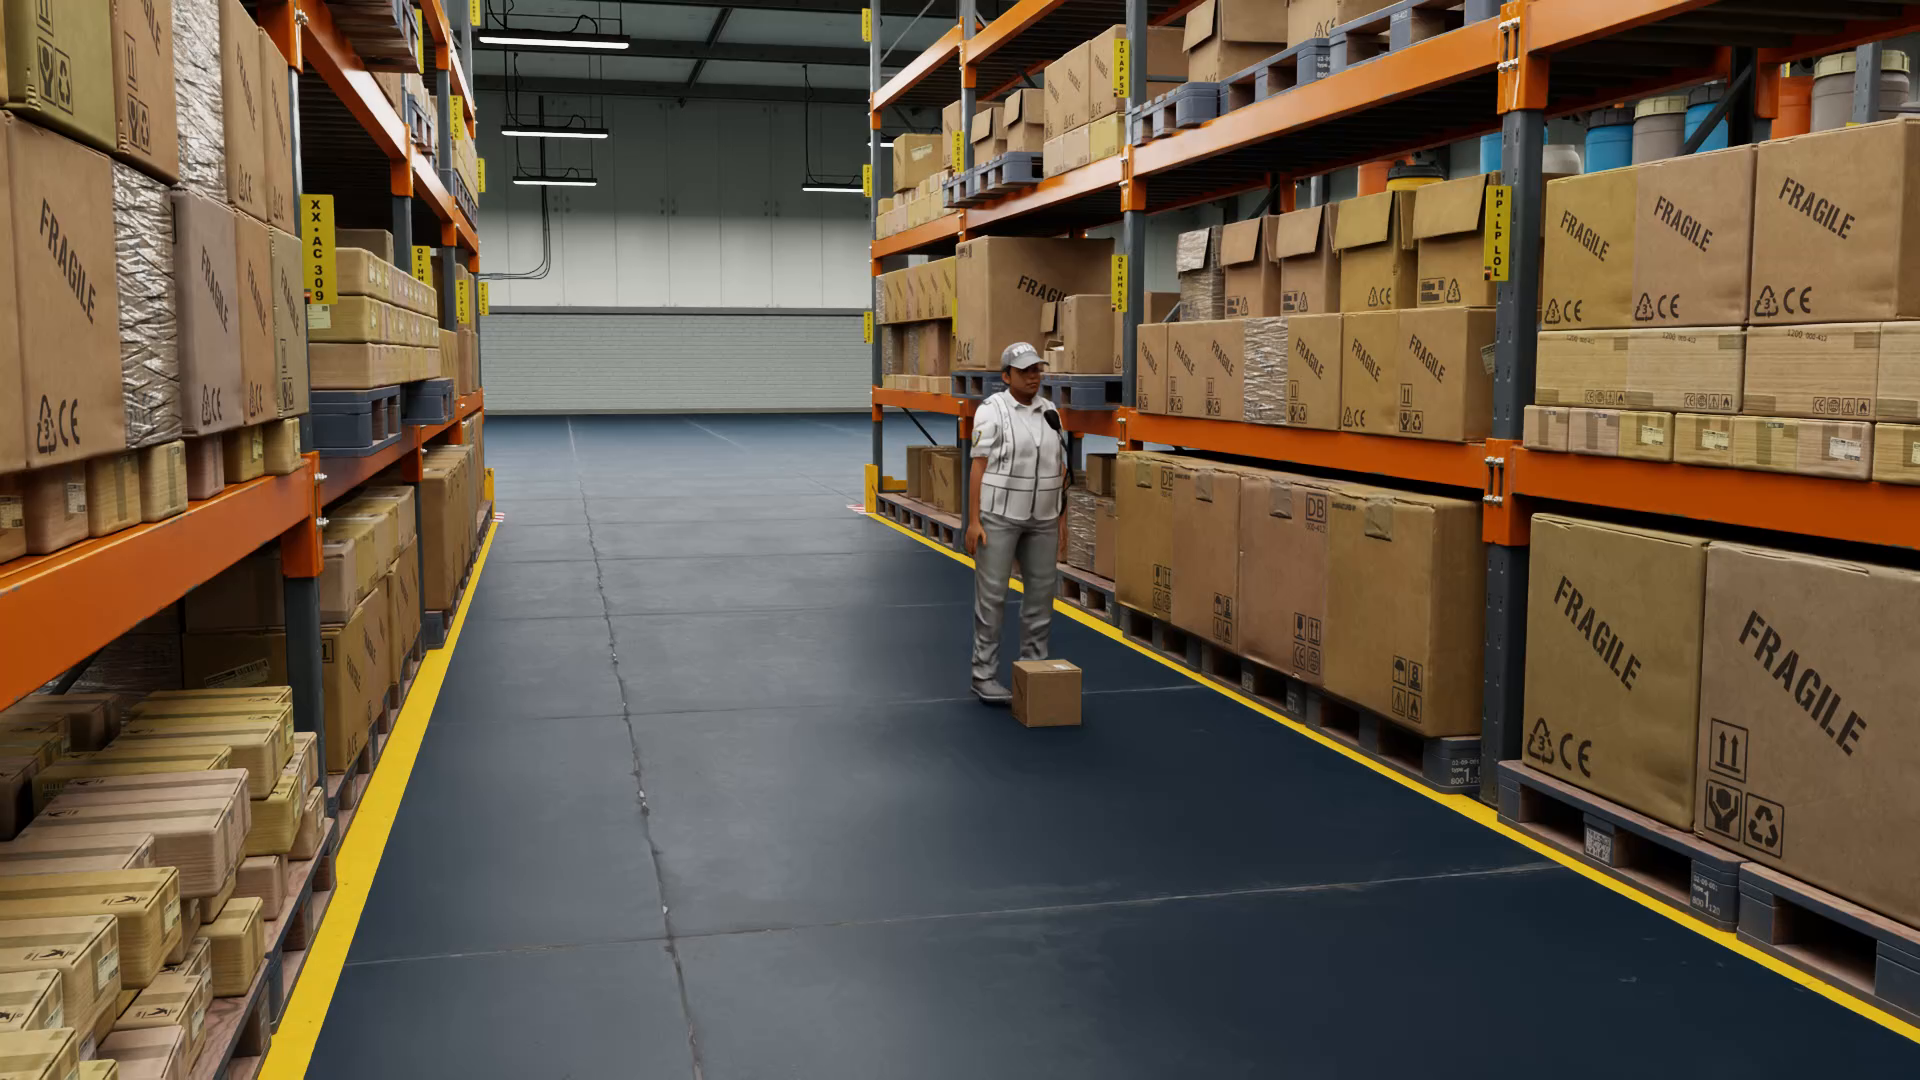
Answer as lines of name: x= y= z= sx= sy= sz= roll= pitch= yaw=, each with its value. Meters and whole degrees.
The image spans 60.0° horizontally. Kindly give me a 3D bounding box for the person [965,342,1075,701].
person: x=0.271 y=-0.088 z=7.808 sx=0.533 sy=1.669 sz=0.391 roll=-3 pitch=7 yaw=-23
